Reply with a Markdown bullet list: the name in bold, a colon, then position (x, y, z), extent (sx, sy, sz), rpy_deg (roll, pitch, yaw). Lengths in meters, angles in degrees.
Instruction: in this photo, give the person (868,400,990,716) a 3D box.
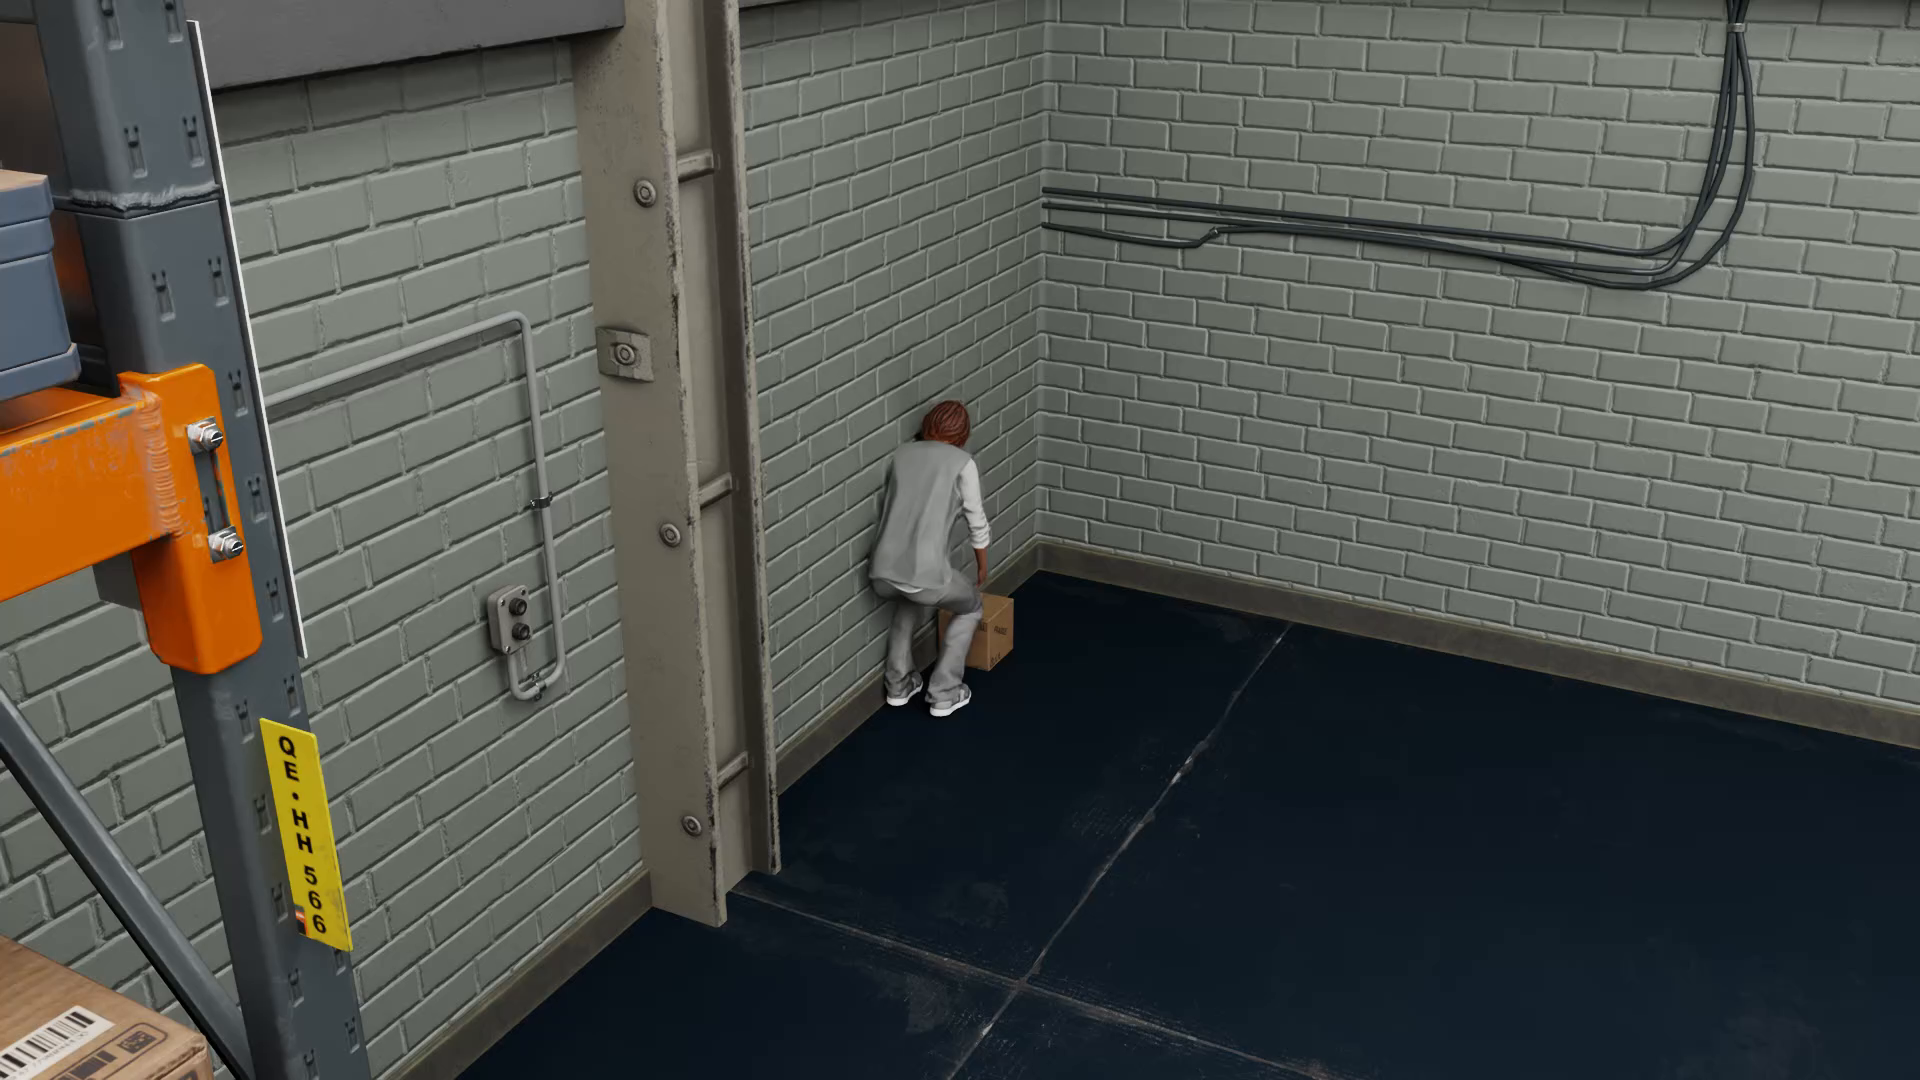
- **person**: position (-0.146, 0.095, 6.864), extent (0.463, 1.227, 0.688), rpy_deg (11, 26, 25)
